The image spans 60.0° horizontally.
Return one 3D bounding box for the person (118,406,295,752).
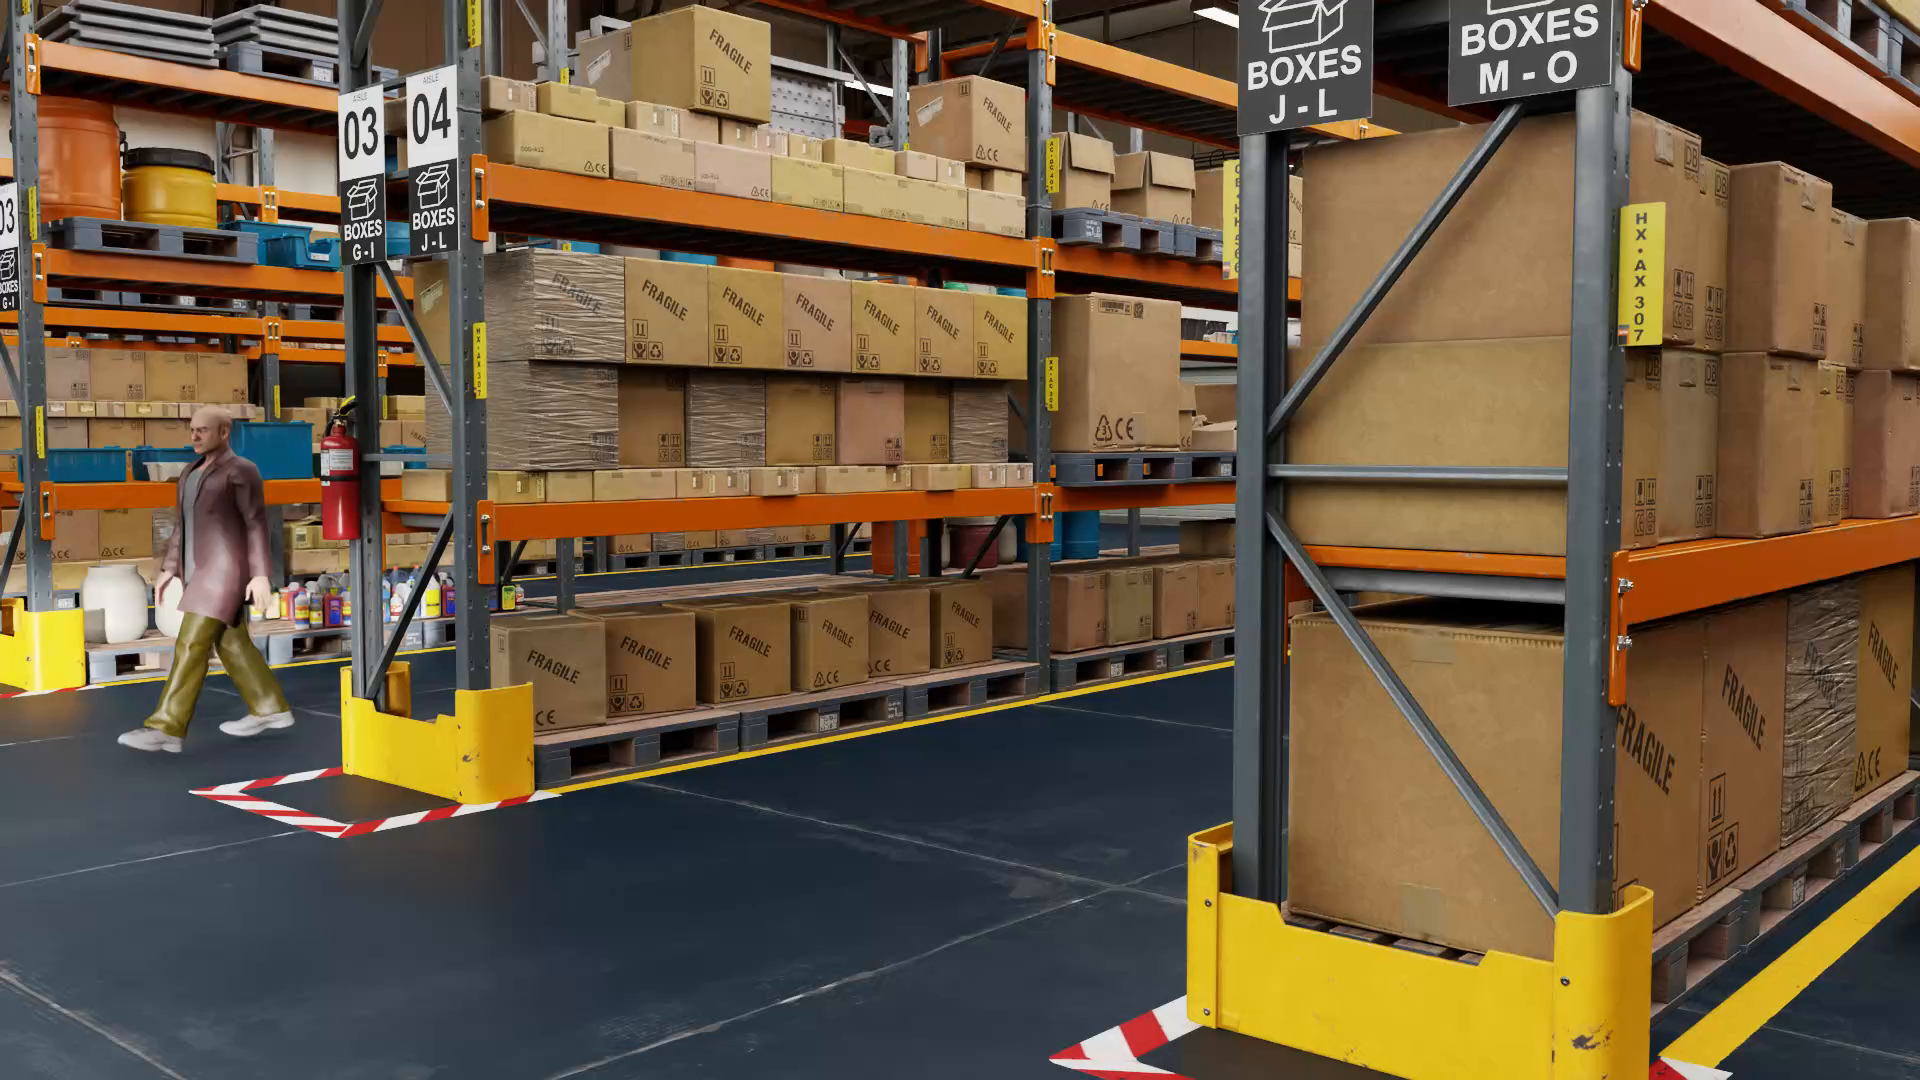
[{"bbox_3d":[-3.893,0.184,8.522,0.584,1.737,1.014,3,4,38],"label":"person"}]
